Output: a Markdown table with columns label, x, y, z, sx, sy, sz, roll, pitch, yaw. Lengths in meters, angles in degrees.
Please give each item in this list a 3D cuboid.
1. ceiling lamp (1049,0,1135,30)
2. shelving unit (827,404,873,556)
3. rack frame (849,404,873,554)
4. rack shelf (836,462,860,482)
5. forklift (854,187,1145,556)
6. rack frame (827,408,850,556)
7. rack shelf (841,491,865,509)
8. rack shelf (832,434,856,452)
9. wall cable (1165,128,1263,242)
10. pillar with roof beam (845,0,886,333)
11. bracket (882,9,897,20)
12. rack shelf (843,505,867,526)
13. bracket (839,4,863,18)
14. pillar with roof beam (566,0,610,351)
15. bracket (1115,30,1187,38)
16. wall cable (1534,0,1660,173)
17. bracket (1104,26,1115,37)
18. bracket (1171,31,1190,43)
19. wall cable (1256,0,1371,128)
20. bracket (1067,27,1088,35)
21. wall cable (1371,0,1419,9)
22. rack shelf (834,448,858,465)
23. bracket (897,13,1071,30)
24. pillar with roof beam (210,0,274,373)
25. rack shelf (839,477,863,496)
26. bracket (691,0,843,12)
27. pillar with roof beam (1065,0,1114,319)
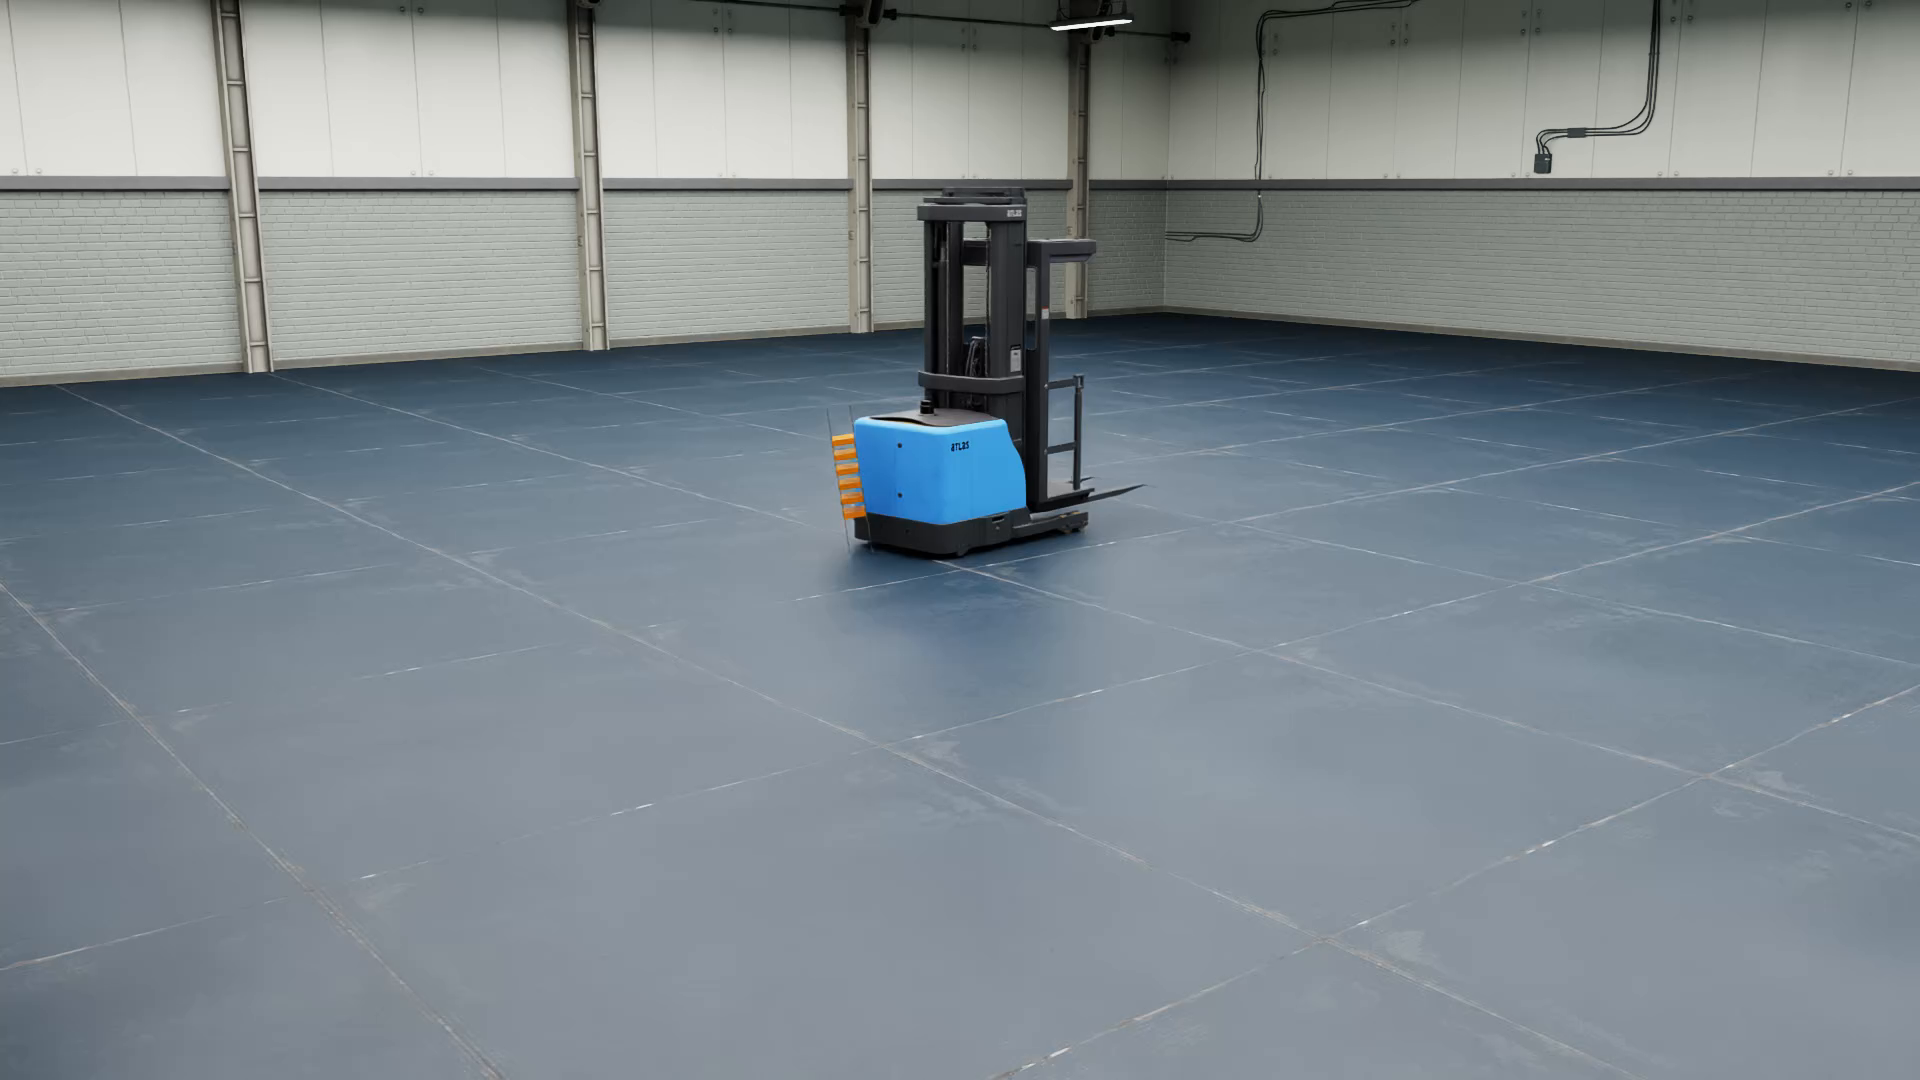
| label | x | y | z | sx | sy | sz | roll | pitch | yaw |
| --- | --- | --- | --- | --- | --- | --- | --- | --- | --- |
| ceiling lamp | 2.605 | -11.061 | 30.500 | 0.800 | 3.185 | 2.000 | -9 | 15 | -38 |
| shelving unit | -0.891 | -0.479 | 13.458 | 0.189 | 1.200 | 0.258 | -9 | 12 | -2 |
| rack frame | -0.801 | -0.493 | 13.461 | 0.006 | 1.200 | 0.240 | -9 | 12 | -2 |
| rack shelf | -0.902 | -0.552 | 13.442 | 0.180 | 0.103 | 0.258 | -9 | 12 | -2 |
| forklift | 0.471 | -1.550 | 14.370 | 1.130 | 2.935 | 3.031 | 10 | 16 | 40 |
| rack frame | -0.982 | -0.465 | 13.455 | 0.006 | 1.200 | 0.240 | -9 | 12 | -2 |
| rack shelf | -0.868 | -0.320 | 13.493 | 0.180 | 0.103 | 0.258 | -9 | 12 | -2 |
| rack shelf | -0.935 | -0.784 | 13.391 | 0.180 | 0.103 | 0.258 | -9 | 12 | -2 |
| wall cable | 5.782 | -8.126 | 38.208 | 0.112 | 2.526 | 3.097 | -9 | 15 | -38 |
| pillar with roof beam | 0.660 | -8.000 | 30.141 | 0.548 | 9.000 | 9.100 | -9 | 15 | -38 |
| bracket | -1.484 | -10.456 | 33.038 | 0.430 | 0.232 | 0.235 | -9 | 15 | -38 |
| rack shelf | -0.852 | -0.204 | 13.519 | 0.180 | 0.103 | 0.258 | -9 | 12 | -2 |
| bracket | -2.132 | -10.348 | 32.531 | 0.430 | 0.232 | 0.235 | -9 | 15 | -38 |
| pillar with roof beam | -4.025 | -7.222 | 26.474 | 0.548 | 9.000 | 9.100 | -9 | 15 | -38 |
| bracket | 4.591 | -11.465 | 37.792 | 3.189 | 0.066 | 0.076 | -9 | 15 | -38 |
| wall cable | 11.700 | -9.767 | 30.272 | 0.169 | 6.003 | 2.305 | -9 | 15 | -38 |
| bracket | 3.202 | -11.234 | 36.704 | 0.430 | 0.232 | 0.235 | -9 | 15 | -38 |
| bracket | 5.052 | -11.542 | 38.153 | 0.430 | 0.232 | 0.235 | -9 | 15 | -38 |
| wall cable | 7.472 | -10.158 | 35.618 | 0.112 | 2.526 | 3.097 | -9 | 15 | -38 |
| bracket | 2.553 | -11.127 | 36.197 | 0.430 | 0.232 | 0.235 | -9 | 15 | -38 |
| wall cable | 9.405 | -11.881 | 32.781 | 0.112 | 2.526 | 3.097 | -9 | 15 | -38 |
| rack shelf | -0.918 | -0.668 | 13.416 | 0.180 | 0.103 | 0.258 | -9 | 12 | -2 |
| bracket | 0.542 | -10.792 | 34.623 | 4.783 | 0.066 | 0.076 | -9 | 15 | -38 |
| pillar with roof beam | -8.710 | -6.443 | 22.808 | 0.400 | 9.000 | 9.100 | -9 | 15 | -38 |
| rack shelf | -0.885 | -0.436 | 13.468 | 0.180 | 0.103 | 0.258 | -9 | 12 | -2 |
| bracket | -4.144 | -10.014 | 30.956 | 4.783 | 0.066 | 0.076 | -9 | 15 | -38 |
| pillar with roof beam | 5.345 | -8.779 | 33.807 | 0.548 | 9.000 | 9.100 | -9 | 15 | -38 |
